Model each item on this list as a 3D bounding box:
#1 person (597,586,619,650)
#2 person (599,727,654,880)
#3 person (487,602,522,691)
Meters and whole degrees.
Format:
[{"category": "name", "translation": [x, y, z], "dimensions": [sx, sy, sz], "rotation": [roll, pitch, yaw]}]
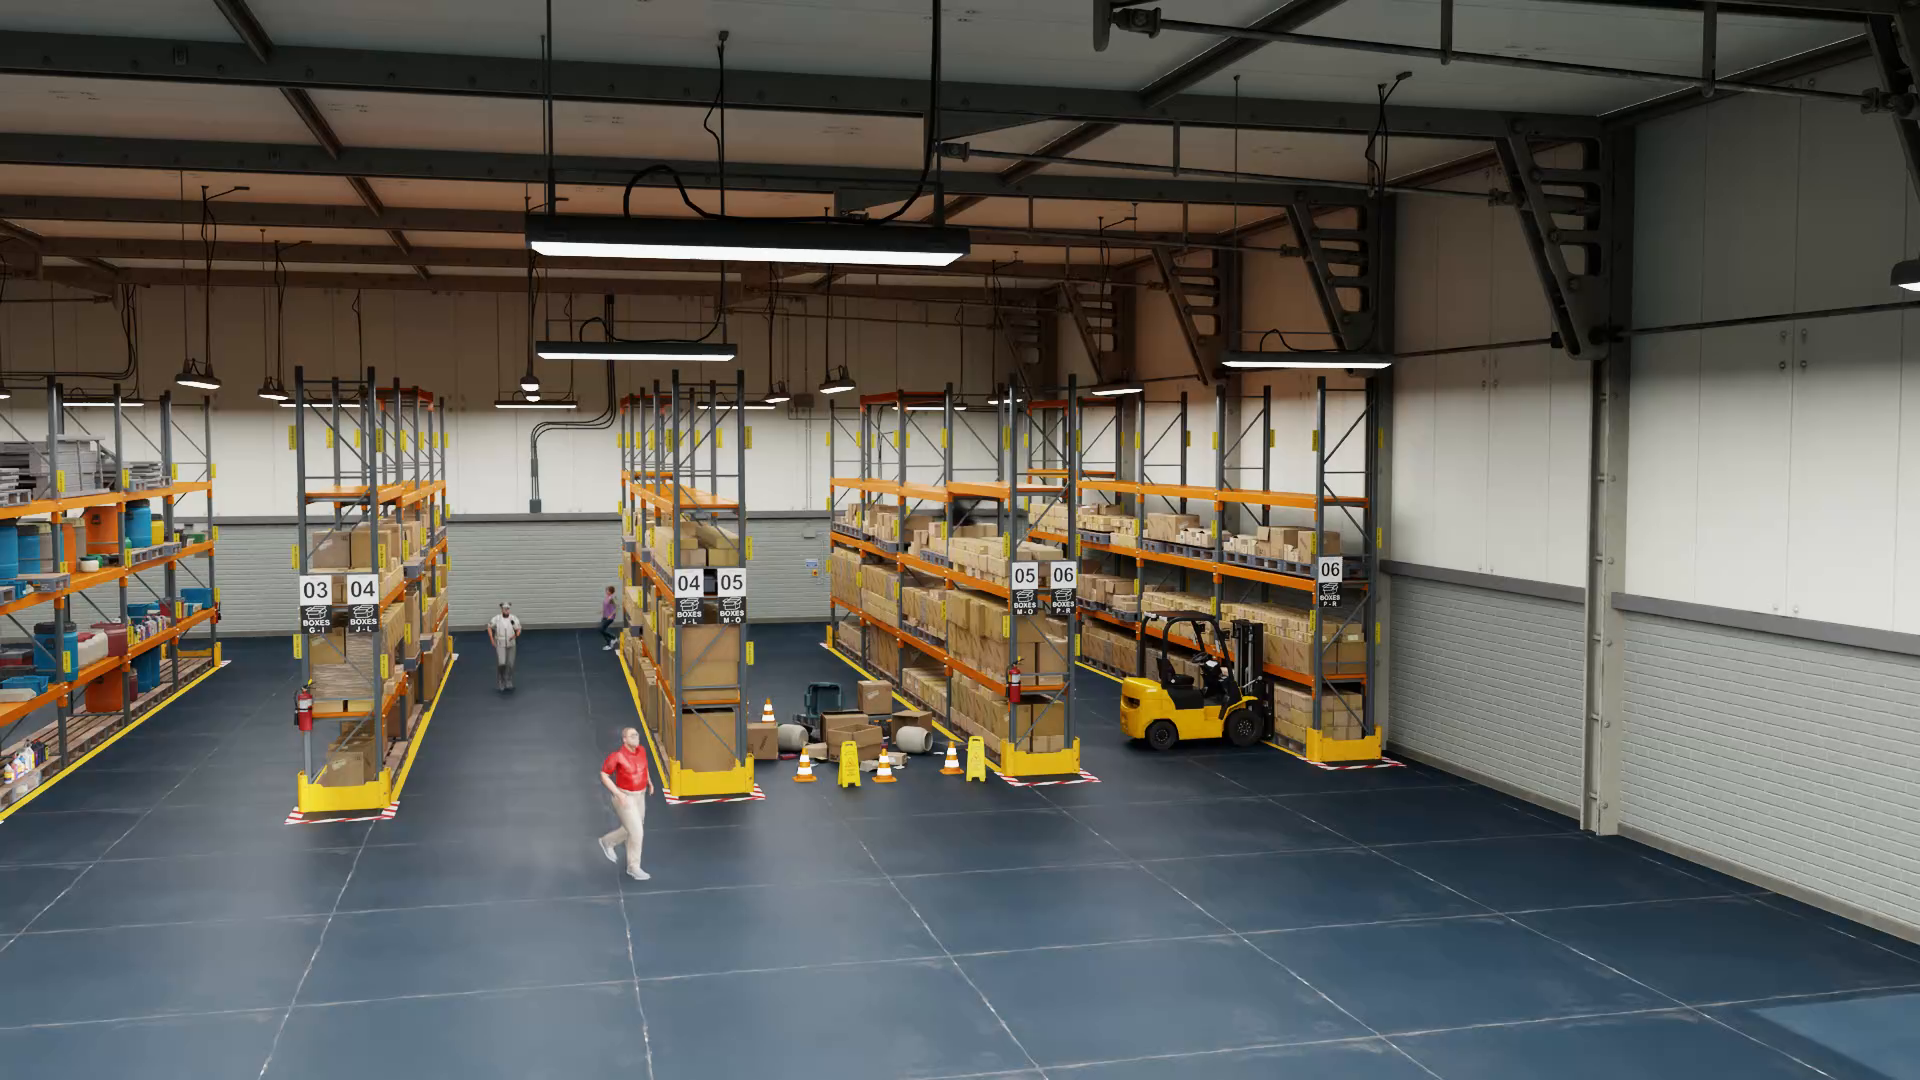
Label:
[{"category": "person", "translation": [-8.413, 1.863, 39.791], "dimensions": [0.473, 1.555, 0.614], "rotation": [-2, 4, -35]}, {"category": "person", "translation": [-3.879, 3.006, 19.210], "dimensions": [0.805, 1.739, 0.661], "rotation": [2, 4, 29]}, {"category": "person", "translation": [-9.145, 2.146, 33.431], "dimensions": [0.658, 1.823, 0.636], "rotation": [-1, 4, -21]}]
